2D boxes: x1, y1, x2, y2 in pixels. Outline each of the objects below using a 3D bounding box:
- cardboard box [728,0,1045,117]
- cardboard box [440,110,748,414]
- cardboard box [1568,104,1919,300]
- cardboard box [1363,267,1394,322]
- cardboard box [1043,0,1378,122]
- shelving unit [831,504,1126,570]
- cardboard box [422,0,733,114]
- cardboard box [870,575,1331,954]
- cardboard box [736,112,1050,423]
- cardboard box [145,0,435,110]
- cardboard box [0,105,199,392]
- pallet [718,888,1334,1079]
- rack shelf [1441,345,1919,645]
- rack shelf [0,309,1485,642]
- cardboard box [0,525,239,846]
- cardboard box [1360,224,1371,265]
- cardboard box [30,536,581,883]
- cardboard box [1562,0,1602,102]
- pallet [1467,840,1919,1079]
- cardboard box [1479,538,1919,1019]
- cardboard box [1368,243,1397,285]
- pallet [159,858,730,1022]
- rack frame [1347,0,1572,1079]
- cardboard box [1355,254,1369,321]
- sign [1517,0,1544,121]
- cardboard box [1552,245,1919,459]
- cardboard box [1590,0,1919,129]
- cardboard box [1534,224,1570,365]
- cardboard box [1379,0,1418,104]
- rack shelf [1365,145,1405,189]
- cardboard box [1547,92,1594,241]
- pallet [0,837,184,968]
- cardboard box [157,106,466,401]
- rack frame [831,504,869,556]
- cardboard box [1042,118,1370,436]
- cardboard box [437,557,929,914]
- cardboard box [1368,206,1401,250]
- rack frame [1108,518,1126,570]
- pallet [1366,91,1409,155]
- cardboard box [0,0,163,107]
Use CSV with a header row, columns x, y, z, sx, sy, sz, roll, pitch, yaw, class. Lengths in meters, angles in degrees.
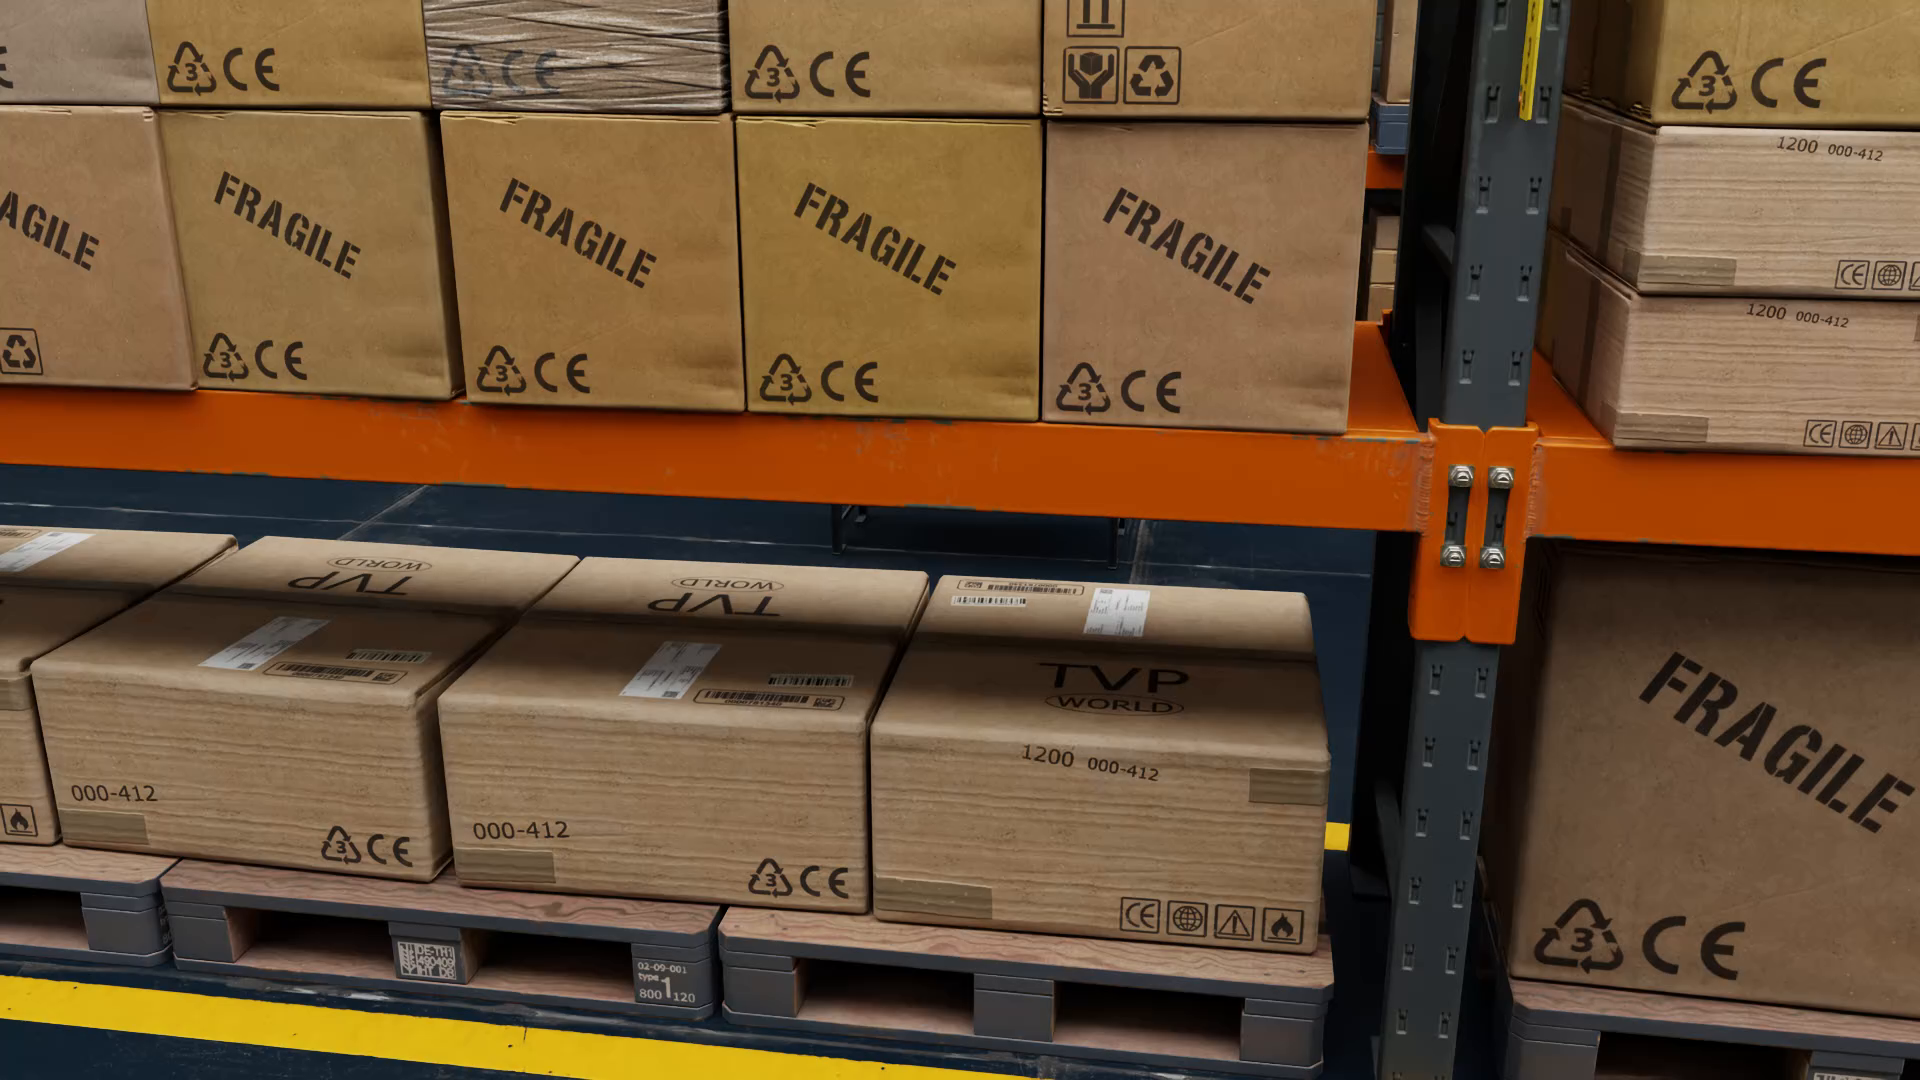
x,y,z,sx,sy,sz,roll,pitch,yaw,class
-0.086,-0.992,2.809,0.500,0.500,0.500,3,19,8,cardboard box
-0.583,-0.541,3.035,0.500,0.500,0.500,3,19,8,cardboard box
1.313,-0.561,2.701,0.500,0.250,0.500,2,19,7,cardboard box
2.149,-0.980,7.781,0.500,0.500,0.500,4,19,11,cardboard box
0.414,-0.964,2.725,0.500,0.500,0.500,3,19,8,cardboard box
0.084,-0.707,6.052,1.048,1.500,0.538,3,19,9,shelving unit
-0.590,-1.015,2.876,0.500,0.500,0.500,3,19,9,cardboard box
0.320,0.445,3.622,0.875,0.438,0.875,3,19,8,cardboard box
-0.084,-0.520,2.973,0.500,0.500,0.500,2,19,7,cardboard box
-1.084,-1.043,2.959,0.500,0.500,0.500,3,19,9,cardboard box
-1.594,-0.592,3.188,0.500,0.500,0.500,3,19,8,cardboard box
0.185,0.754,3.717,1.213,0.211,1.003,3,19,9,pallet
2.898,-0.064,2.900,4.000,0.370,1.077,3,19,9,rack shelf
-1.051,-0.265,3.502,4.000,0.370,1.077,3,19,9,rack shelf
-2.359,0.311,4.023,0.875,0.438,0.875,2,19,7,cardboard box
2.116,-1.454,8.177,0.250,0.149,0.380,2,19,6,cardboard box
-1.454,0.354,3.893,0.875,0.438,0.875,3,19,10,cardboard box
1.404,-1.083,3.080,0.500,0.500,0.500,4,19,10,cardboard box
1.697,0.832,3.484,1.213,0.211,1.003,3,19,9,pallet
1.548,0.309,3.339,0.875,0.875,0.875,4,19,10,cardboard box
2.019,-1.281,7.659,0.250,0.149,0.380,4,19,11,cardboard box
-1.023,0.693,3.898,1.213,0.211,1.003,3,19,9,pallet
0.923,-0.506,3.087,0.127,3.000,1.000,3,19,9,rack frame
2.239,-1.142,8.268,0.500,0.500,0.500,3,19,8,cardboard box
0.837,-0.780,2.417,0.005,0.325,0.100,3,19,9,sign
1.316,-0.330,2.797,0.500,0.250,0.500,2,19,7,cardboard box
1.312,-0.915,2.577,0.500,0.500,0.500,3,19,9,cardboard box
1.406,-0.491,3.279,0.500,0.250,0.500,2,19,7,cardboard box
2.149,-2.213,7.370,0.500,0.500,0.700,3,19,10,cardboard box
3.682,-1.619,7.548,4.000,0.370,1.077,3,19,9,rack shelf
1.397,-0.725,3.193,0.500,0.250,0.500,3,19,9,cardboard box
-2.224,0.631,4.084,1.213,0.211,1.003,3,19,9,pallet
-1.097,-0.572,3.128,0.500,0.500,0.500,4,19,10,cardboard box
-0.418,-0.733,6.129,0.032,1.500,0.500,3,19,9,rack frame
0.425,-0.496,2.901,0.500,0.500,0.500,3,19,9,cardboard box
-0.564,0.400,3.756,0.875,0.438,0.875,2,19,7,cardboard box
2.029,-1.441,7.668,0.250,0.149,0.380,3,19,8,cardboard box
0.586,-0.681,5.976,0.032,1.500,0.500,3,19,9,rack frame
2.479,-1.895,7.543,1.213,0.211,1.003,3,19,9,pallet
-1.577,-1.068,3.034,0.500,0.500,0.500,3,19,8,cardboard box
